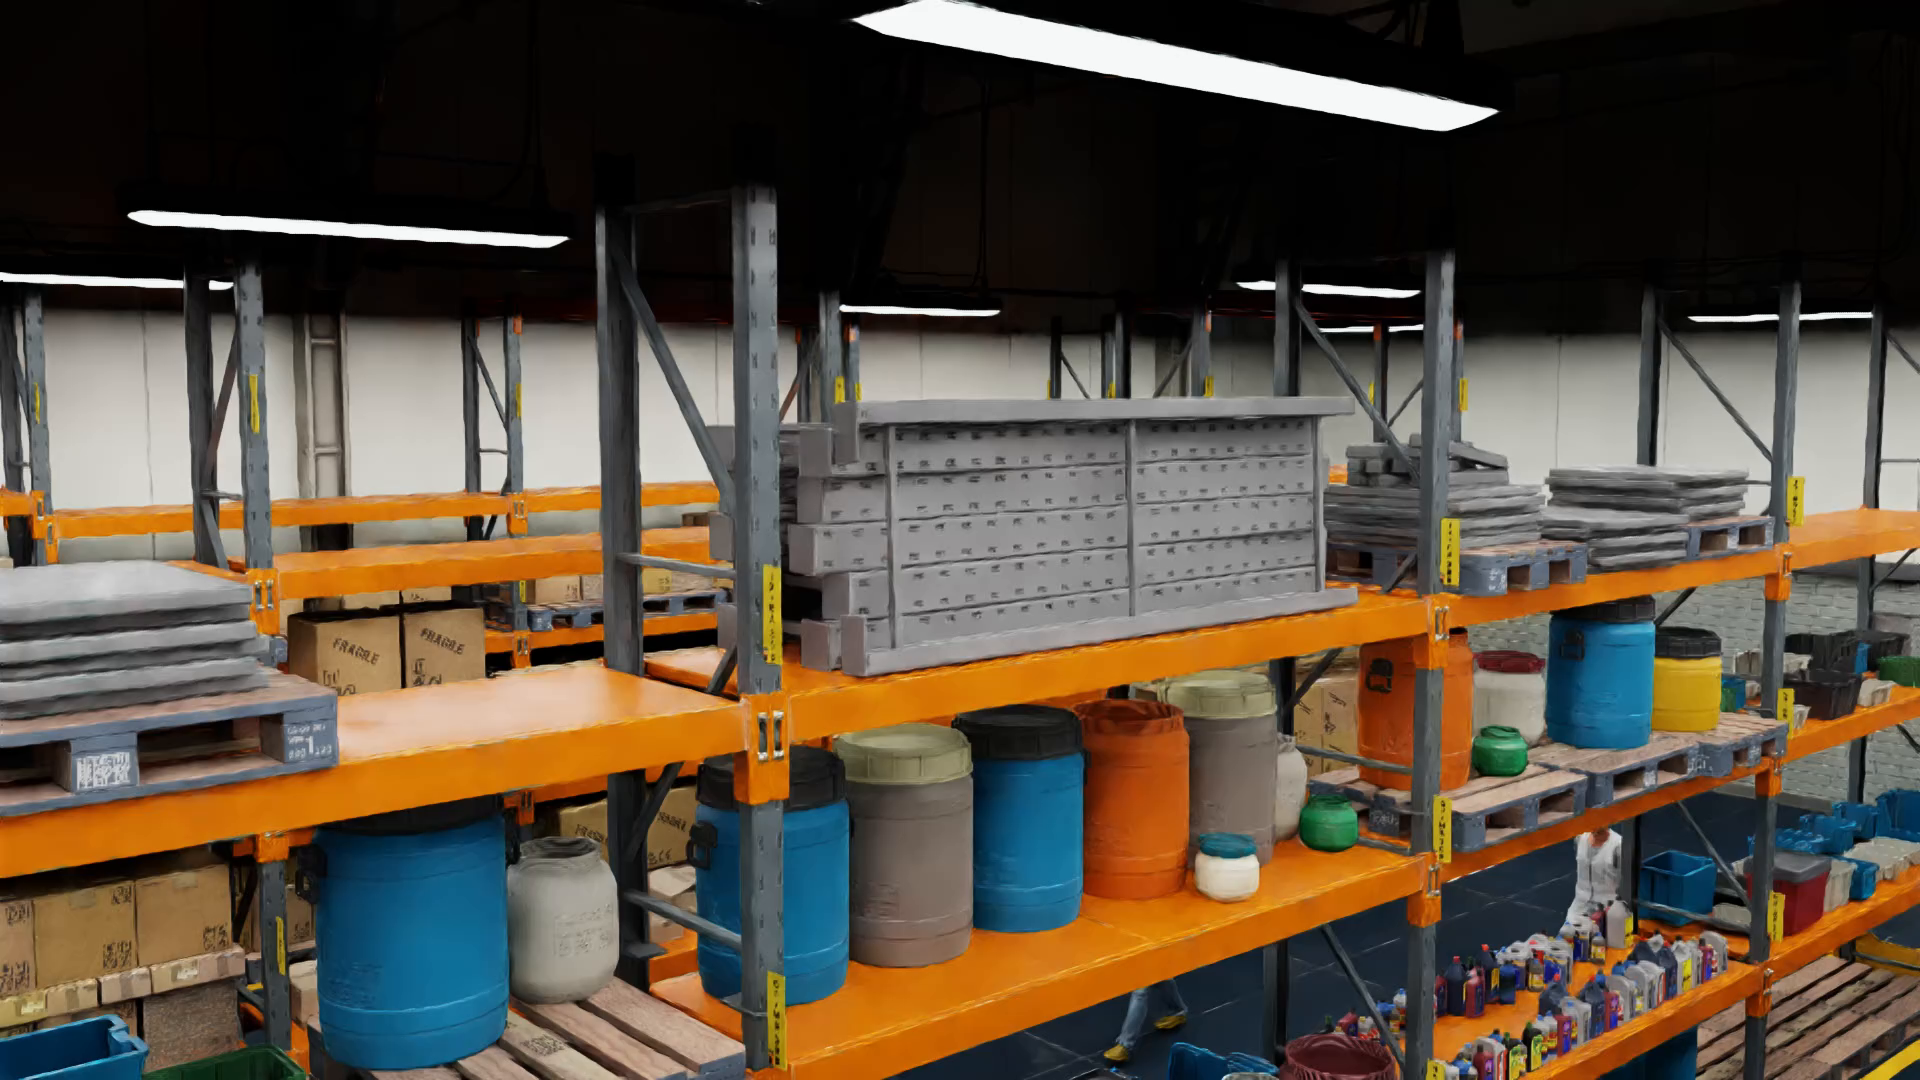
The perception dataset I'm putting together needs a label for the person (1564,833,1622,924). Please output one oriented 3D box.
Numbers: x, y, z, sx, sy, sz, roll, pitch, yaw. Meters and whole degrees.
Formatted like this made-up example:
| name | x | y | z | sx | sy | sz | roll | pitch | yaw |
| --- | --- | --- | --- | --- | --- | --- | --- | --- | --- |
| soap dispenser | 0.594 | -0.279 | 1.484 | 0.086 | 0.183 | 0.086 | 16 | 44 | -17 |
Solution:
| name | x | y | z | sx | sy | sz | roll | pitch | yaw |
| --- | --- | --- | --- | --- | --- | --- | --- | --- | --- |
| person | 5.350 | 3.113 | 13.923 | 0.963 | 1.355 | 0.423 | -5 | 7 | -43 |
